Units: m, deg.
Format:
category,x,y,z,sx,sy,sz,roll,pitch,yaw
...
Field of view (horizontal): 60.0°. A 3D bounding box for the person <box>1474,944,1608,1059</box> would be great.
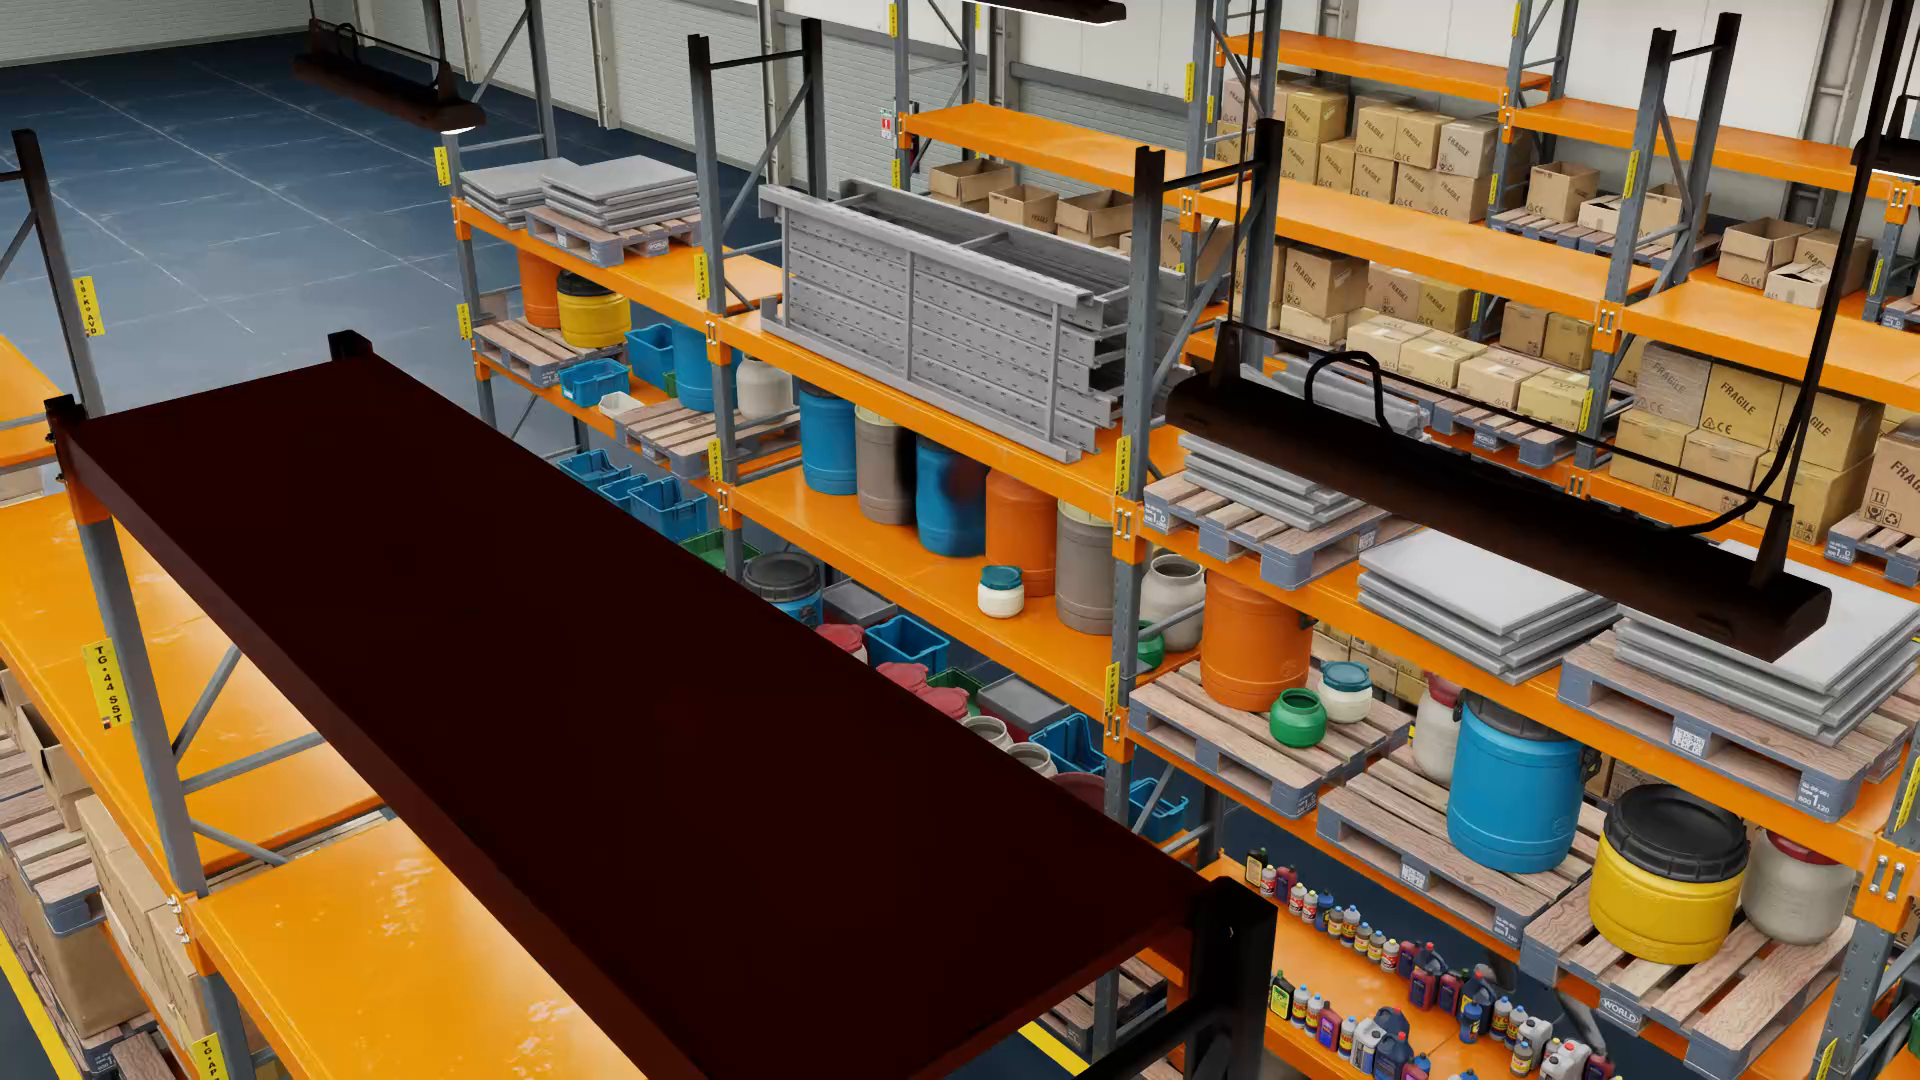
category,x,y,z,sx,sy,sz,roll,pitch,yaw
person,3.819,2.553,10.663,0.458,1.593,0.928,-18,32,-31
